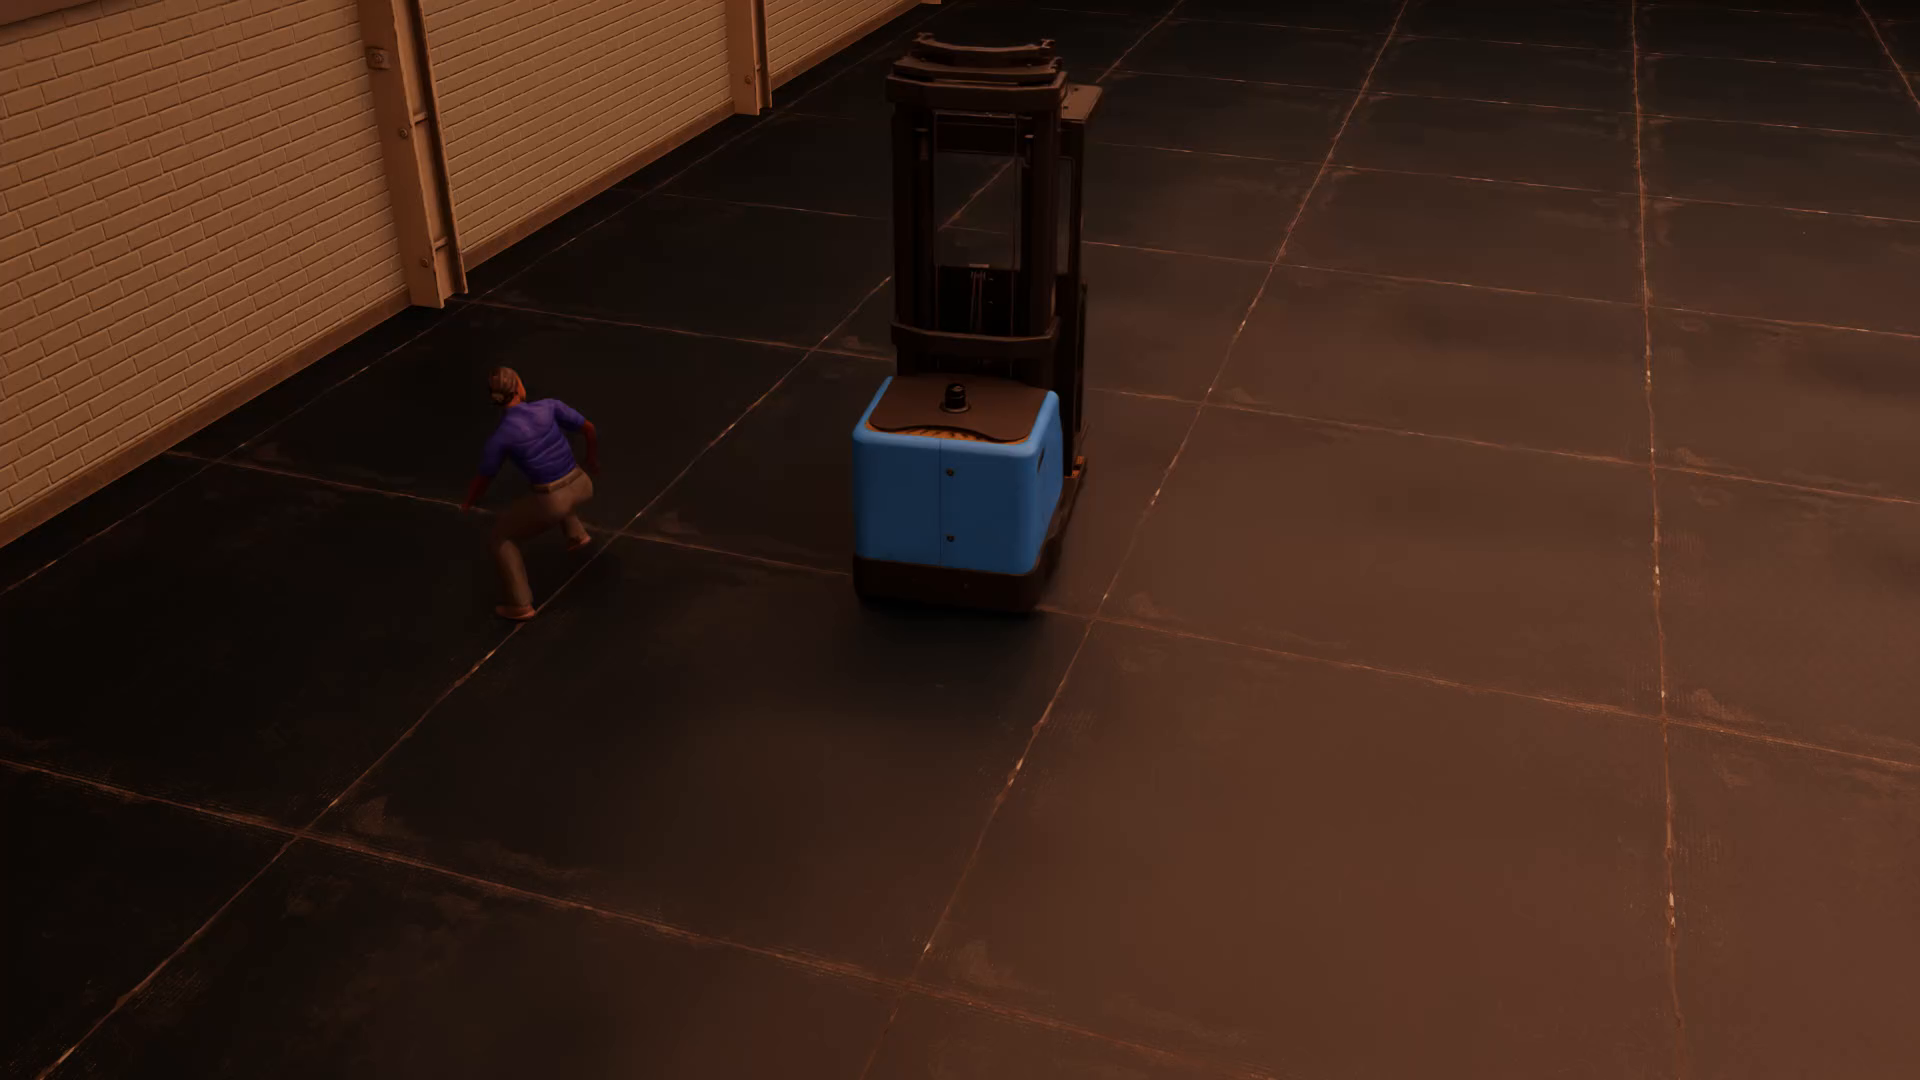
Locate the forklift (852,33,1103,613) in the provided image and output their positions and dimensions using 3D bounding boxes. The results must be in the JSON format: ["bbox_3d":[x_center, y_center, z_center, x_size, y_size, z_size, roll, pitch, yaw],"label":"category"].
[{"bbox_3d":[0.213,-1.585,9.916,1.130,2.935,3.031,6,30,11],"label":"forklift"}]

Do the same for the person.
[{"bbox_3d":[-2.379,-0.315,9.277,0.617,1.435,0.743,23,37,34],"label":"person"}]
